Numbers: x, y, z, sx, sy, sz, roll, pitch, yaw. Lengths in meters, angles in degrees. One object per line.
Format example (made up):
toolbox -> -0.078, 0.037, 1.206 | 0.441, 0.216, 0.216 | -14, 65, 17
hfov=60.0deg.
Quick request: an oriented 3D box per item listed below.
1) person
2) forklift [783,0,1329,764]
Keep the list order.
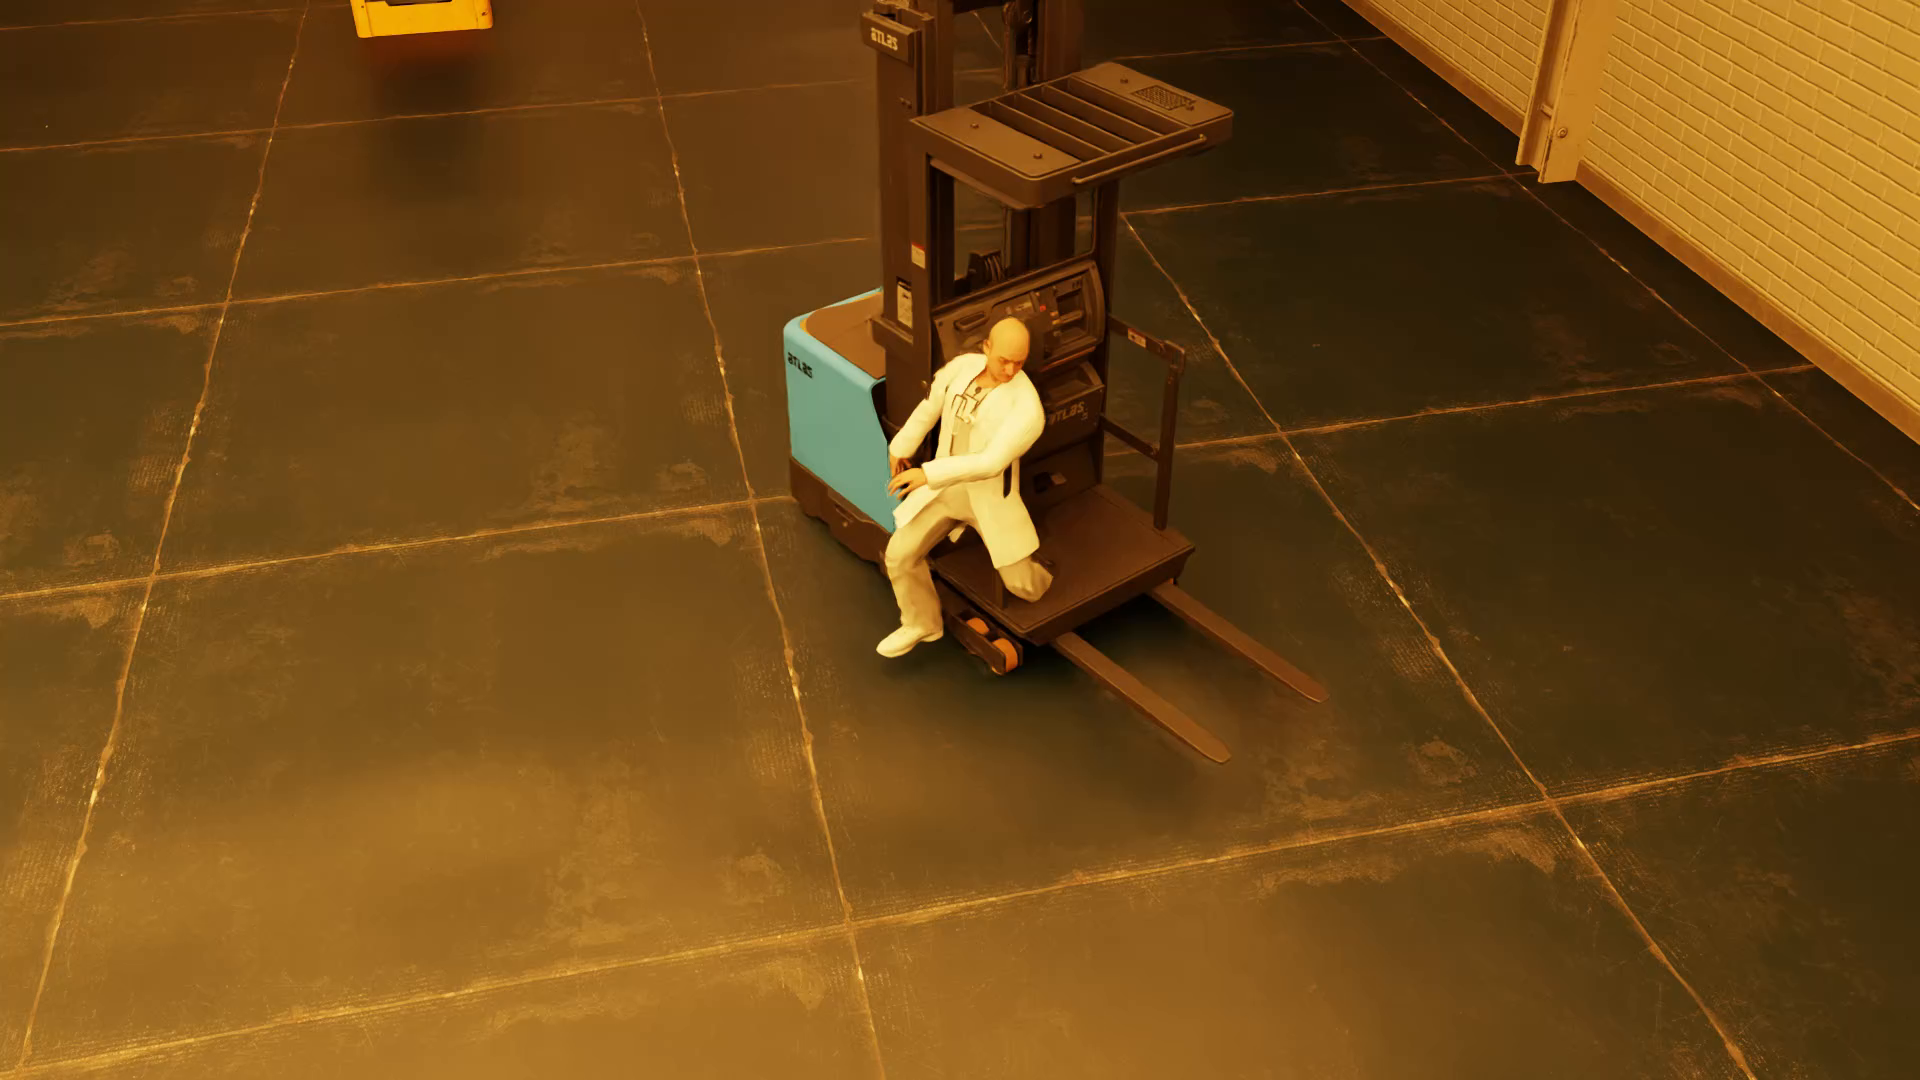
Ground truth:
person -> -0.003, -0.227, 7.342 | 0.798, 1.671, 0.922 | 21, 41, 26
forklift -> 0.410, -0.898, 7.299 | 1.130, 2.935, 3.031 | -25, 43, -30
